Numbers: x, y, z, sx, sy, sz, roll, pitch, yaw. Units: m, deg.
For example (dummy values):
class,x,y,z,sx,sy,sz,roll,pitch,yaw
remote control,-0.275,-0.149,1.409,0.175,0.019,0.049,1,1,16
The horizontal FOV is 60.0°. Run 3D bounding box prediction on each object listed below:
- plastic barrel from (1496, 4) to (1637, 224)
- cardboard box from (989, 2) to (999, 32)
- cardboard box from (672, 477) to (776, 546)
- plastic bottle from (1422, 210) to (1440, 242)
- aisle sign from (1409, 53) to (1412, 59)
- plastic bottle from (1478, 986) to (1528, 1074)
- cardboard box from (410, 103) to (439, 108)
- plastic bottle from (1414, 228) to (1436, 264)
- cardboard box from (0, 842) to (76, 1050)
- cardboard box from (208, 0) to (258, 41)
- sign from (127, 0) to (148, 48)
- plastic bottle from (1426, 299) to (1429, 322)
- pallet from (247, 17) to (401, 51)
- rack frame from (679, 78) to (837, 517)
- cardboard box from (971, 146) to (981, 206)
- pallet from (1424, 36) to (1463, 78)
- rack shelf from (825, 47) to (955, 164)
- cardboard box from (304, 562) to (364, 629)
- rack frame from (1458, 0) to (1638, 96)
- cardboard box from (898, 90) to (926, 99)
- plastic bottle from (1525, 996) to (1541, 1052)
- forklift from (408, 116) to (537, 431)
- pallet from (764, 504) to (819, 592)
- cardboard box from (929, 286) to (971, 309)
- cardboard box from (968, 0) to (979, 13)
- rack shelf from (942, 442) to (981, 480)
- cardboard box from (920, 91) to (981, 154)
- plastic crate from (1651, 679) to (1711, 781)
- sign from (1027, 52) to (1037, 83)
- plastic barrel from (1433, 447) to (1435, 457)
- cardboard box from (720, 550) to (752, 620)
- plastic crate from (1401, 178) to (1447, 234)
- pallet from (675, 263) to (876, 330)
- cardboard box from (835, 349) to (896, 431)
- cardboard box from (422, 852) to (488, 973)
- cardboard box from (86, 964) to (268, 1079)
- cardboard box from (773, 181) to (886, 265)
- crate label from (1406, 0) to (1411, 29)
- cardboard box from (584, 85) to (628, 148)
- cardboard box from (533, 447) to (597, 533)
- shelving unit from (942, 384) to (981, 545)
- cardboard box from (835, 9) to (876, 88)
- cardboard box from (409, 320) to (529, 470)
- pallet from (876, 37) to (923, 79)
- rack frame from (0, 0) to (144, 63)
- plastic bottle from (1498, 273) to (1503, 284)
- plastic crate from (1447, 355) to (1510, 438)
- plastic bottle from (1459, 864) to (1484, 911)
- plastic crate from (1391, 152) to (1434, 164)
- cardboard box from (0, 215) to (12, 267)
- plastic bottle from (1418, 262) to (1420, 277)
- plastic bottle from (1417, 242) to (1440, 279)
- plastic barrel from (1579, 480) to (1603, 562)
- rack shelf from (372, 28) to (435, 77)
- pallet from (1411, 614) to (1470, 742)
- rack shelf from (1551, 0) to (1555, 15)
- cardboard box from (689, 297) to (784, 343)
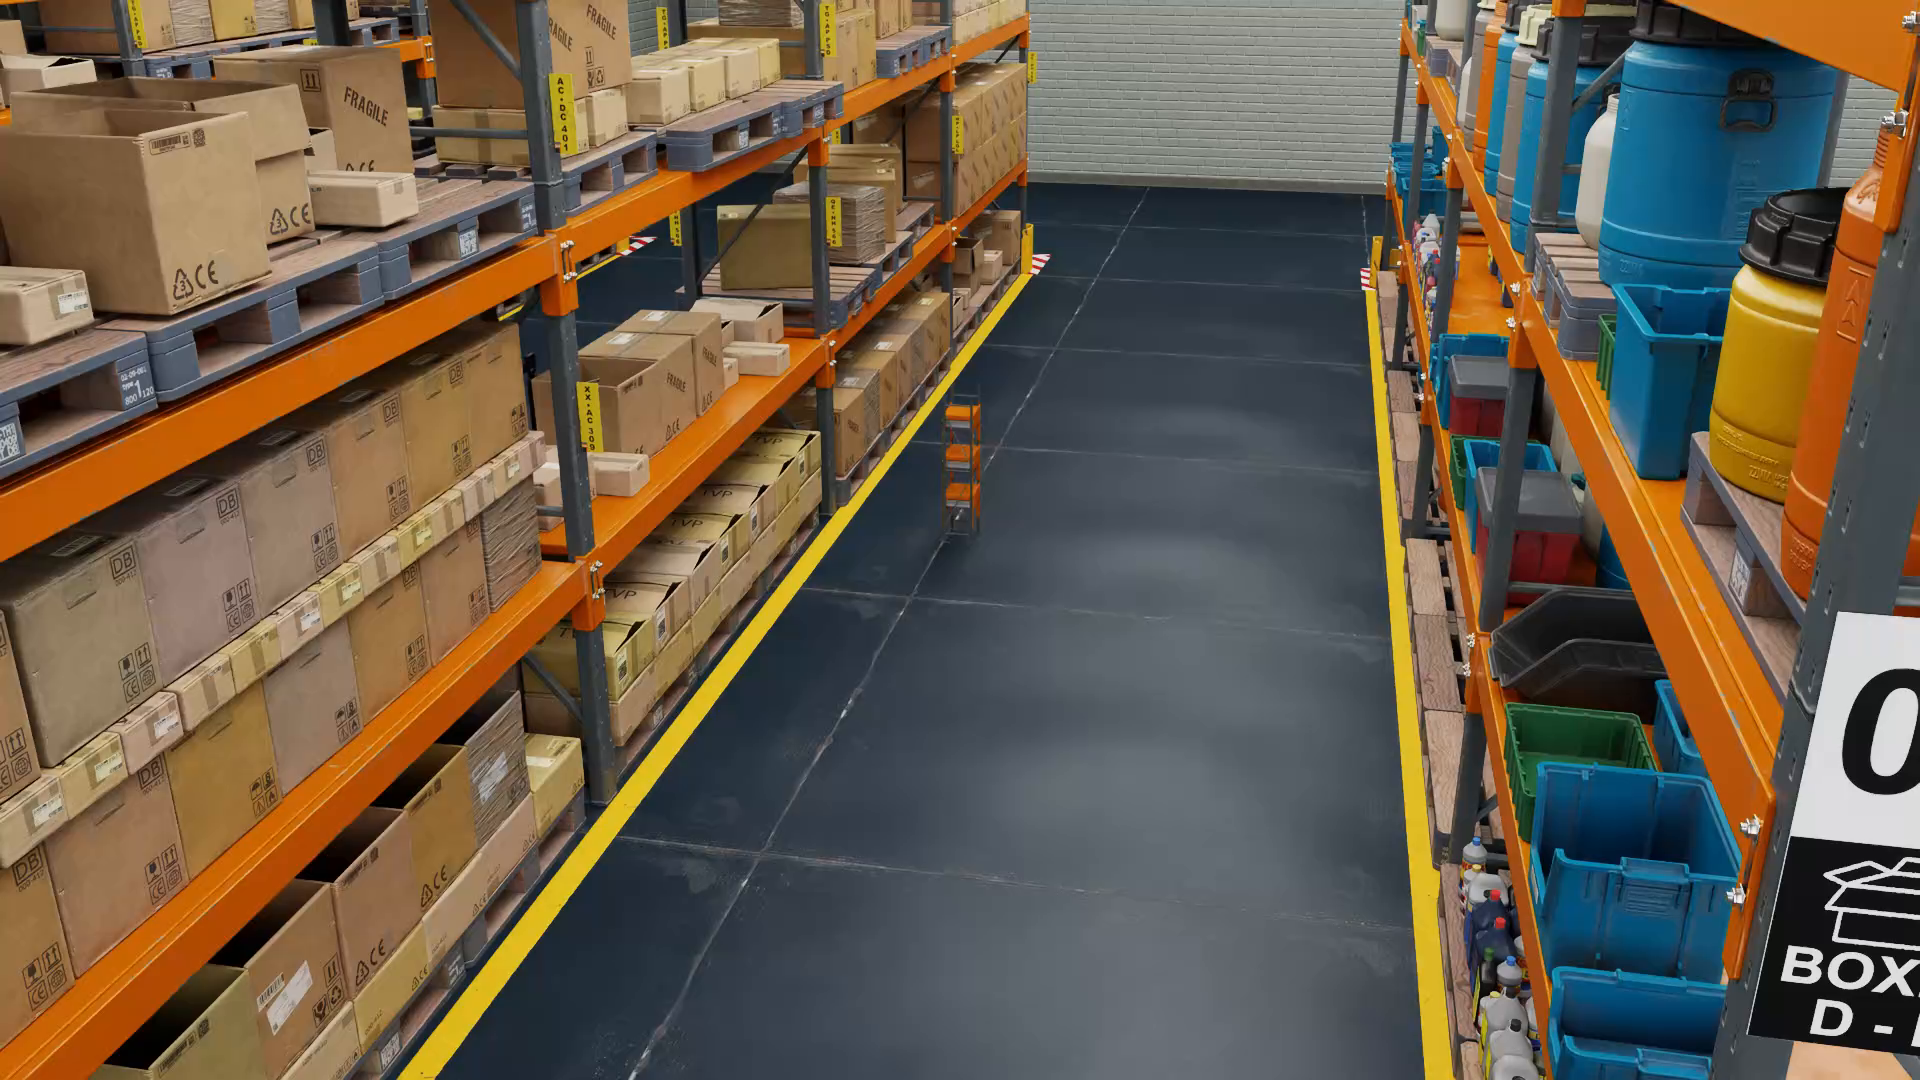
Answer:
class,x,y,z,sx,sy,sz,roll,pitch,yaw
plastic barrel,2.676,-1.836,7.211,0.600,0.901,0.600,0,22,0
cardboard box,0.085,-5.104,16.198,0.500,0.250,0.500,4,22,11
cardboard box,-1.452,-0.207,10.219,0.500,0.311,0.500,4,22,11
plastic bottle,3.887,-2.555,13.747,0.144,0.351,0.185,4,22,11
aisle sign,4.824,-5.414,17.301,0.394,0.787,0.004,4,22,11
plastic bottle,1.955,1.742,5.969,0.144,0.351,0.185,4,22,10
cardboard box,-5.134,-4.054,17.004,0.980,0.700,0.700,4,22,10
plastic bottle,3.742,-2.365,13.376,0.152,0.276,0.135,4,22,11
cardboard box,-2.905,1.097,4.480,0.700,0.500,0.500,4,22,11
cardboard box,-6.006,-4.211,13.057,0.700,0.500,0.500,6,23,14
sign,-5.700,-3.578,11.515,0.100,0.325,0.005,4,22,11
plastic bottle,3.320,-1.625,11.639,0.097,0.201,0.097,0,22,0
pallet,-5.553,-4.415,14.542,0.805,0.209,1.217,4,22,9
rack frame,-1.381,-1.612,11.342,1.000,3.000,0.127,4,22,11
cardboard box,-0.092,-3.475,15.832,0.500,0.500,0.500,5,22,12
pallet,4.220,-3.706,12.778,1.213,0.211,1.003,4,22,11
rack shelf,-0.973,-3.402,12.732,1.077,0.370,4.000,4,22,11
cardboard box,-2.354,0.181,5.888,0.380,0.149,0.250,5,23,13
rack frame,3.468,-4.016,9.280,1.000,3.000,0.127,4,22,11
cardboard box,-0.613,-3.978,15.743,0.500,0.500,0.500,4,22,10
plastic bottle,2.105,1.779,5.978,0.152,0.276,0.135,4,22,11
forklift,-3.299,-1.223,10.467,1.130,2.935,3.031,4,22,10
pallet,-1.587,-0.021,11.123,1.003,0.211,1.213,4,22,11
cardboard box,-0.100,-2.419,16.549,0.380,0.166,0.250,4,22,11
cardboard box,-0.122,-4.971,15.197,0.500,0.250,0.500,4,22,11
rack shelf,0.011,-0.497,11.210,0.215,0.259,0.240,4,22,11
cardboard box,-0.088,-3.925,15.612,0.500,0.500,0.500,4,22,9
plastic crate,2.692,0.724,5.740,0.499,0.251,0.616,4,22,11
sign,0.791,-5.172,18.208,0.100,0.325,0.005,4,22,11
plastic barrel,3.781,-0.903,12.246,0.600,0.588,0.708,4,22,11
cardboard box,-1.559,0.240,9.861,0.500,0.250,0.500,5,22,12
plastic crate,4.045,-2.913,14.514,0.392,0.384,0.575,4,22,11
pallet,-1.311,-1.777,12.007,1.213,0.211,1.003,4,22,11
cardboard box,-0.799,-1.177,13.017,0.500,0.500,0.500,4,22,10
cardboard box,-2.277,1.484,6.773,0.500,0.250,0.500,4,22,11
cardboard box,-2.586,1.684,5.272,0.500,0.500,0.500,4,22,11
cardboard box,-0.989,-2.412,12.632,0.700,0.500,0.500,9,24,21
crate label,4.596,-5.169,16.356,0.408,0.251,0.502,4,22,11
cardboard box,-1.952,-2.092,8.156,0.500,0.250,0.500,2,22,6
cardboard box,-2.139,-0.263,8.193,0.500,0.250,0.500,6,23,14
shelving unit,0.011,-0.507,11.206,0.215,1.050,0.252,4,22,11
cardboard box,-1.114,-3.589,12.101,0.910,0.500,0.500,4,22,11
cardboard box,-2.281,-0.635,7.044,0.700,0.500,0.500,5,22,11
pallet,-0.975,-3.767,12.928,1.213,0.211,1.003,4,22,11
rack frame,-6.231,-4.771,11.155,1.000,3.000,0.127,4,22,11
plastic bottle,4.189,-2.103,12.733,0.097,0.271,0.097,0,22,0
plastic crate,2.838,-0.695,8.979,0.402,0.464,0.583,4,22,11
plastic bottle,2.137,1.444,6.911,0.097,0.201,0.097,0,22,0
plastic crate,4.593,-3.803,16.926,0.416,0.233,0.300,4,22,11
cardboard box,-2.923,-0.941,5.029,0.500,0.311,0.500,7,23,17
plastic bottle,3.577,-2.085,12.781,0.097,0.201,0.097,0,22,0
plastic bottle,3.628,-2.160,12.867,0.152,0.276,0.135,4,22,11
plastic barrel,3.061,-0.167,7.570,0.433,0.535,0.433,0,22,0
rack shelf,-5.007,-5.241,17.299,1.077,0.370,4.000,4,22,11
pallet,3.021,0.785,9.121,1.003,0.211,1.213,4,22,11
rack shelf,3.060,-2.766,7.673,1.077,0.370,4.000,4,22,11
cardboard box,-1.498,-1.441,11.036,0.500,0.311,0.500,6,23,14
